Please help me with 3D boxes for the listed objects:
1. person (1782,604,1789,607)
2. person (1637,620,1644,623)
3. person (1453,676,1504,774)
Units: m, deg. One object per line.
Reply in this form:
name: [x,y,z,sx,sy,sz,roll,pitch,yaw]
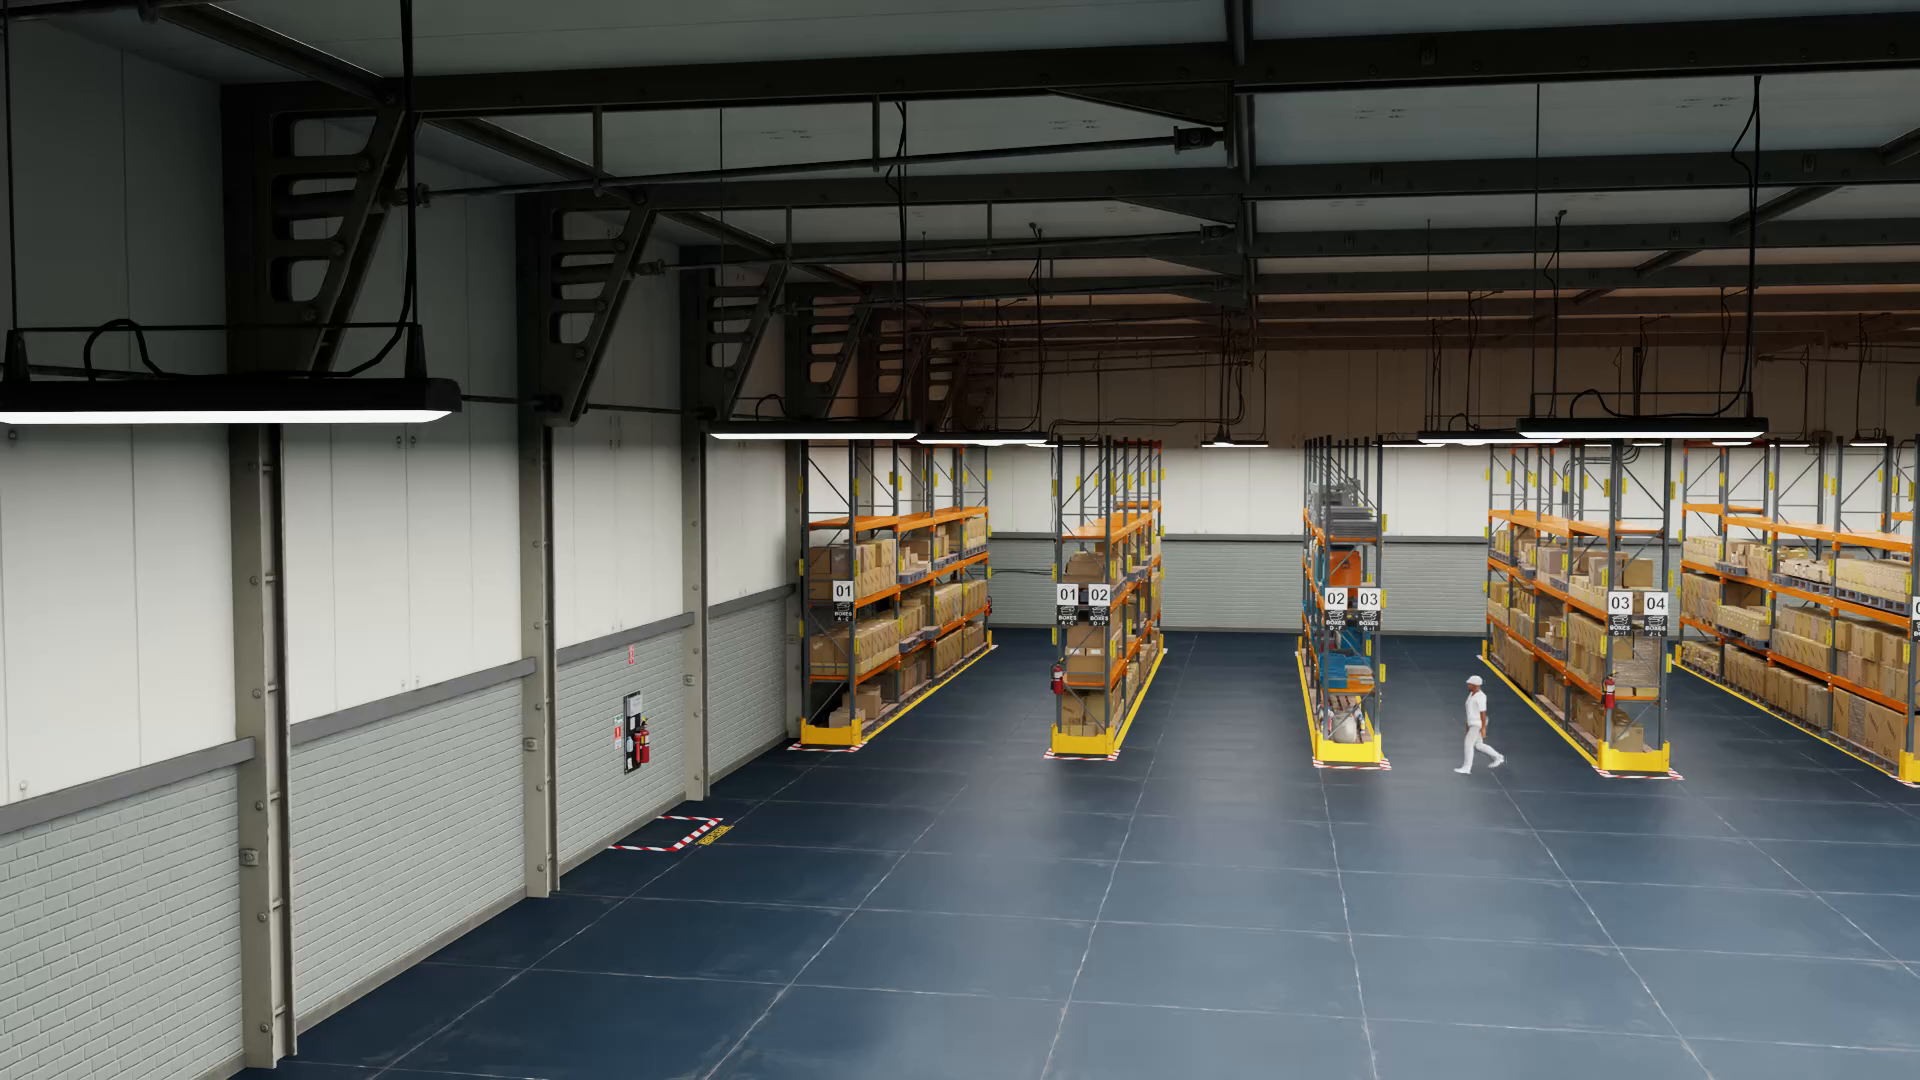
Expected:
person: [21.596,2.533,43.399,0.593,1.765,0.555,-3,4,-42]
person: [18.698,2.467,45.445,0.739,1.706,0.565,-2,3,-26]
person: [9.186,3.259,29.415,0.961,1.737,0.609,0,3,-4]
